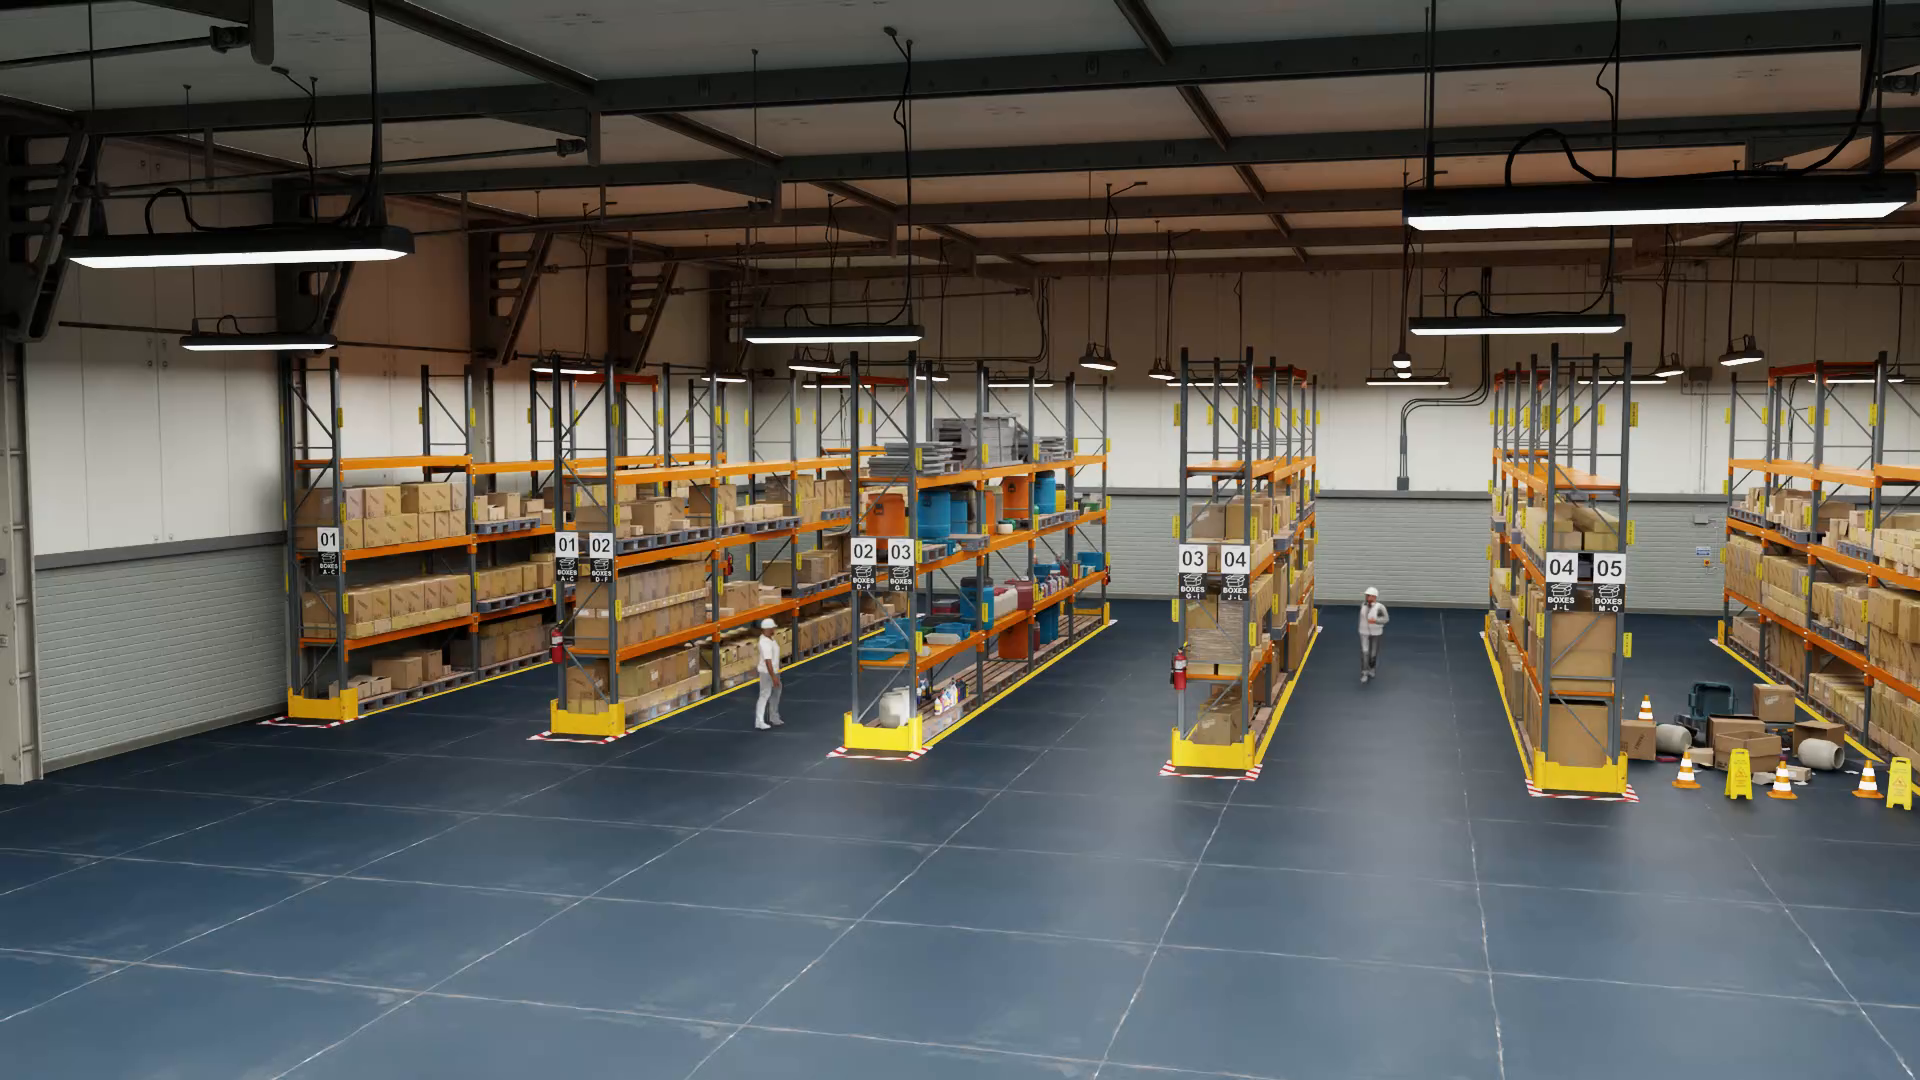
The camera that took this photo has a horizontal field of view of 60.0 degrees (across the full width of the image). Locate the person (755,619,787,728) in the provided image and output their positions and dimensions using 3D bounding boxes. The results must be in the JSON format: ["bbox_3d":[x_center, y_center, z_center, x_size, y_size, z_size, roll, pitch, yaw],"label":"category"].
[{"bbox_3d":[-3.072,2.167,26.908,0.455,1.813,0.684,1,4,7],"label":"person"}]

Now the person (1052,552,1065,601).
[{"bbox_3d":[2.481,1.104,41.821,0.506,1.632,1.025,3,5,32],"label":"person"}]

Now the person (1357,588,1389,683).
[{"bbox_3d":[7.827,1.776,31.519,0.582,1.747,0.995,1,4,14],"label":"person"}]

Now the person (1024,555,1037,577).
[{"bbox_3d":[1.724,1.234,39.846,0.442,1.739,0.573,-3,5,-37],"label":"person"}]
